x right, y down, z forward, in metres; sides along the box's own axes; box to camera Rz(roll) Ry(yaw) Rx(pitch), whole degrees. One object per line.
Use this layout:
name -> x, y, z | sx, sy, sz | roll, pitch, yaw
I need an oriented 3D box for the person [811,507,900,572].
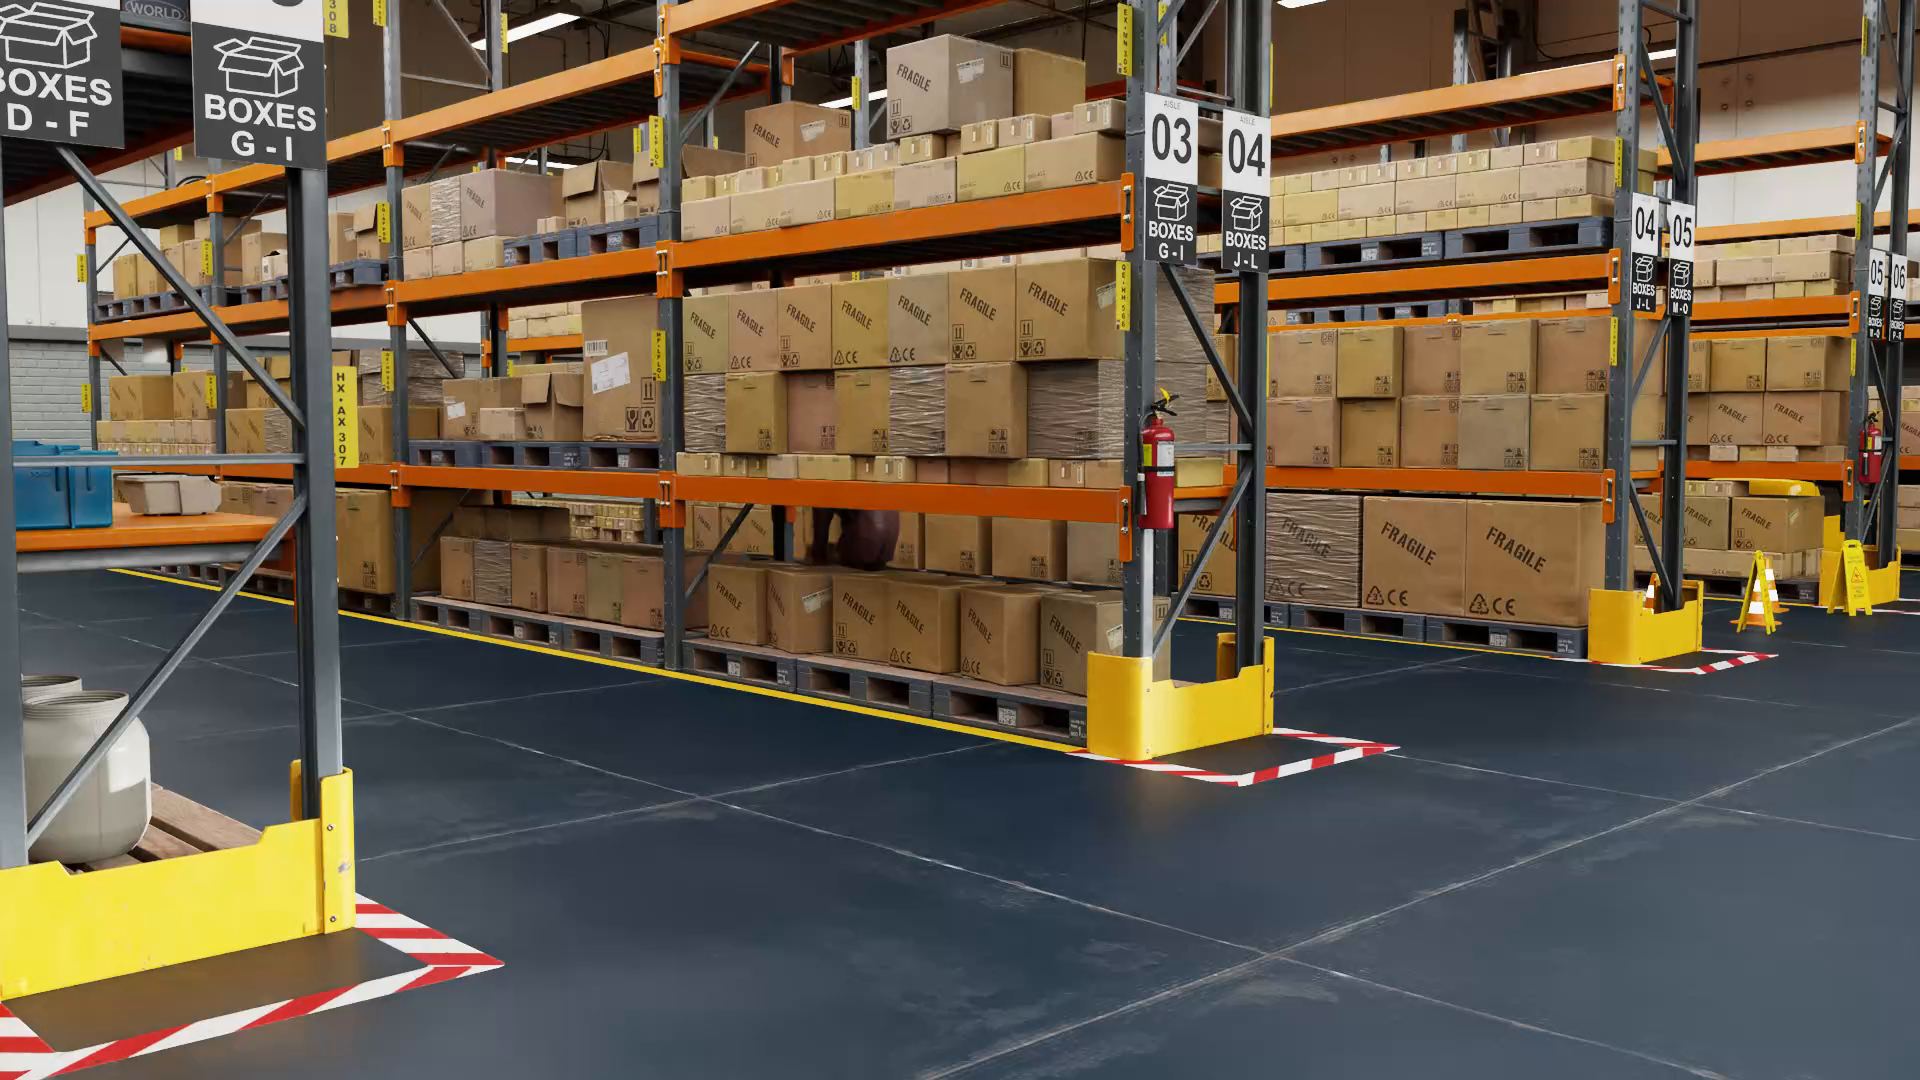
person -> -0.865, 0.077, 12.680 | 0.891, 1.370, 0.547 | 3, 5, 36
